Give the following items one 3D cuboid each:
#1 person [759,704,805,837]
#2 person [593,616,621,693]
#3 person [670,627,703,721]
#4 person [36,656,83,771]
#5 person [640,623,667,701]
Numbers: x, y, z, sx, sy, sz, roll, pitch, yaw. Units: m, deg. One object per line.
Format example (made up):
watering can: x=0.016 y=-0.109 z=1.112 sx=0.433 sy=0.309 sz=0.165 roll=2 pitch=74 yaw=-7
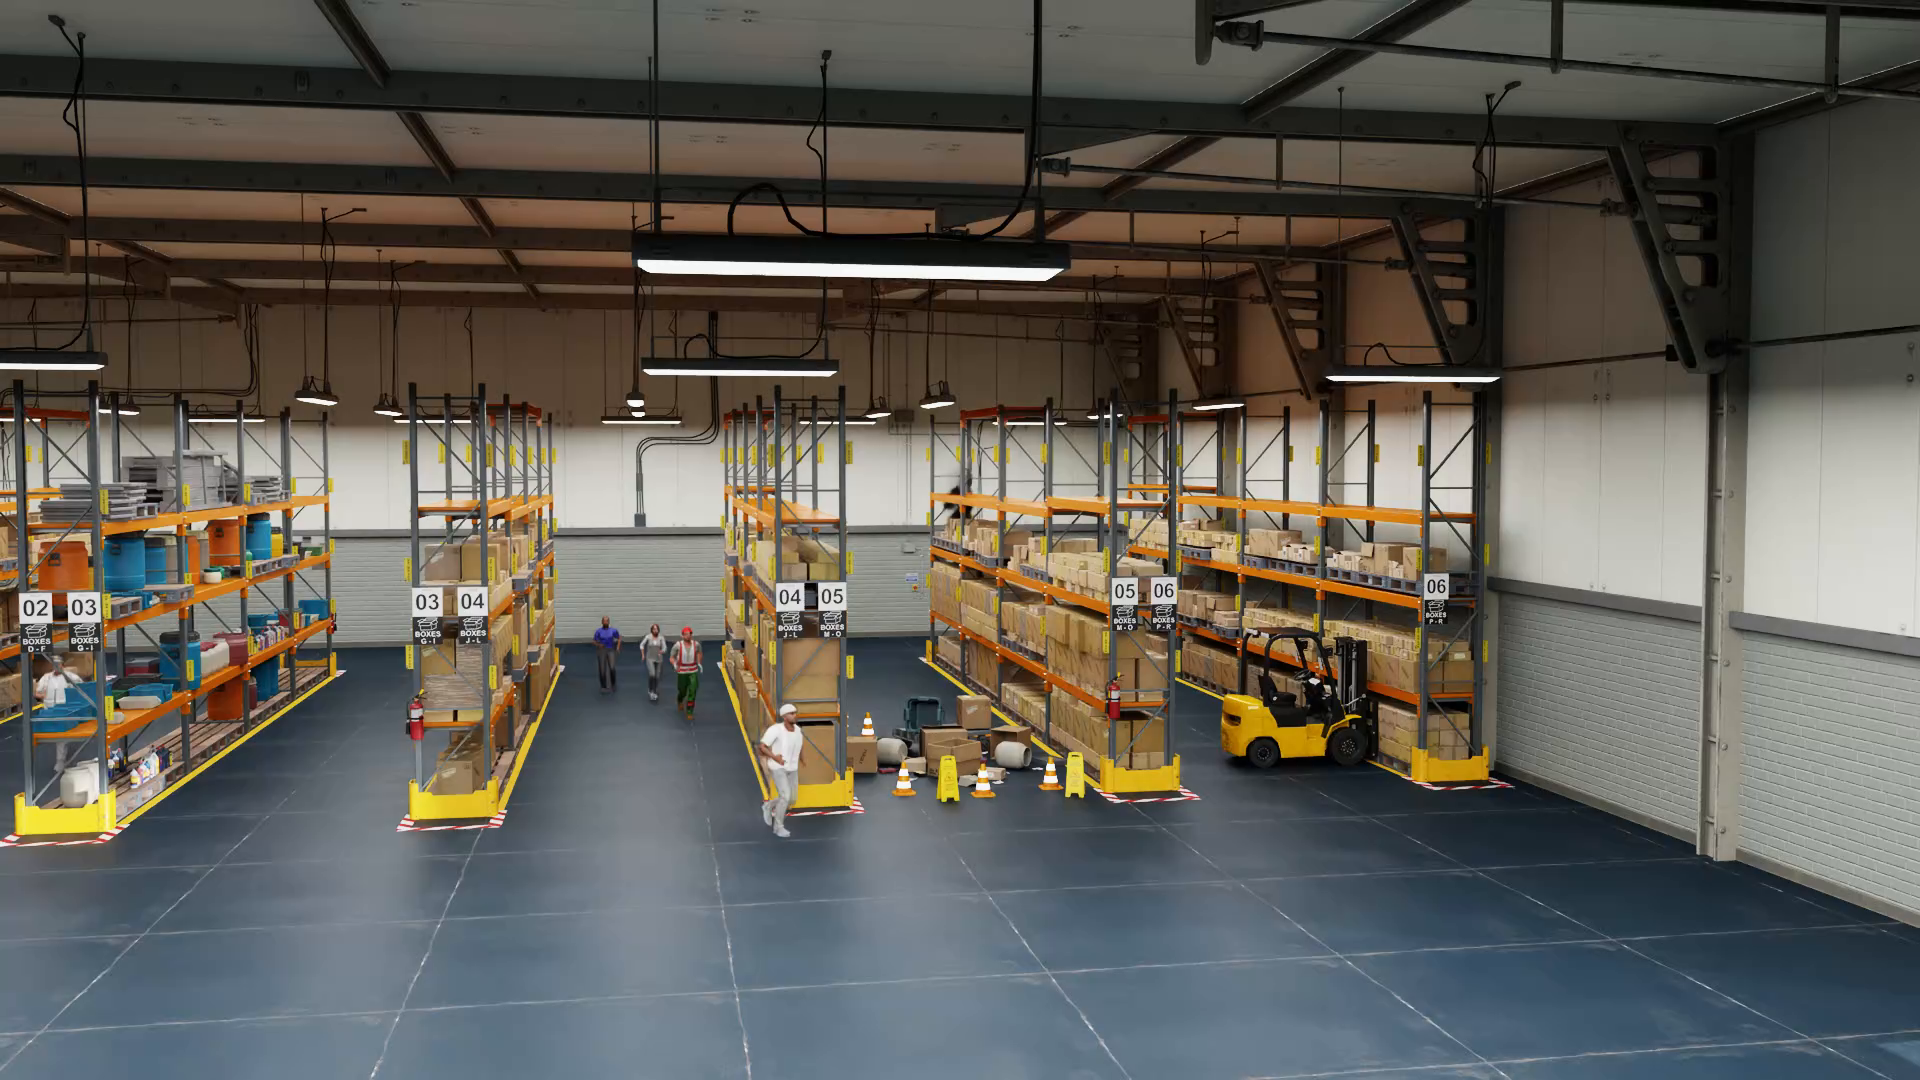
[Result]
person: x=-2.362 y=3.036 z=22.144 sx=0.641 sy=1.710 sz=0.738 roll=3 pitch=4 yaw=44
person: x=-7.421 y=2.414 z=34.969 sx=0.596 sy=1.625 sz=0.615 roll=-1 pitch=3 yaw=-13
person: x=-5.202 y=2.517 z=31.671 sx=0.643 sy=1.758 sz=0.873 roll=-1 pitch=3 yaw=-19
person: x=-14.472 y=2.740 z=26.702 sx=0.659 sy=1.791 sz=0.967 roll=-1 pitch=3 yaw=-14
person: x=-6.224 y=2.485 z=33.861 sx=0.500 sy=1.578 sz=0.731 roll=-1 pitch=3 yaw=-22
